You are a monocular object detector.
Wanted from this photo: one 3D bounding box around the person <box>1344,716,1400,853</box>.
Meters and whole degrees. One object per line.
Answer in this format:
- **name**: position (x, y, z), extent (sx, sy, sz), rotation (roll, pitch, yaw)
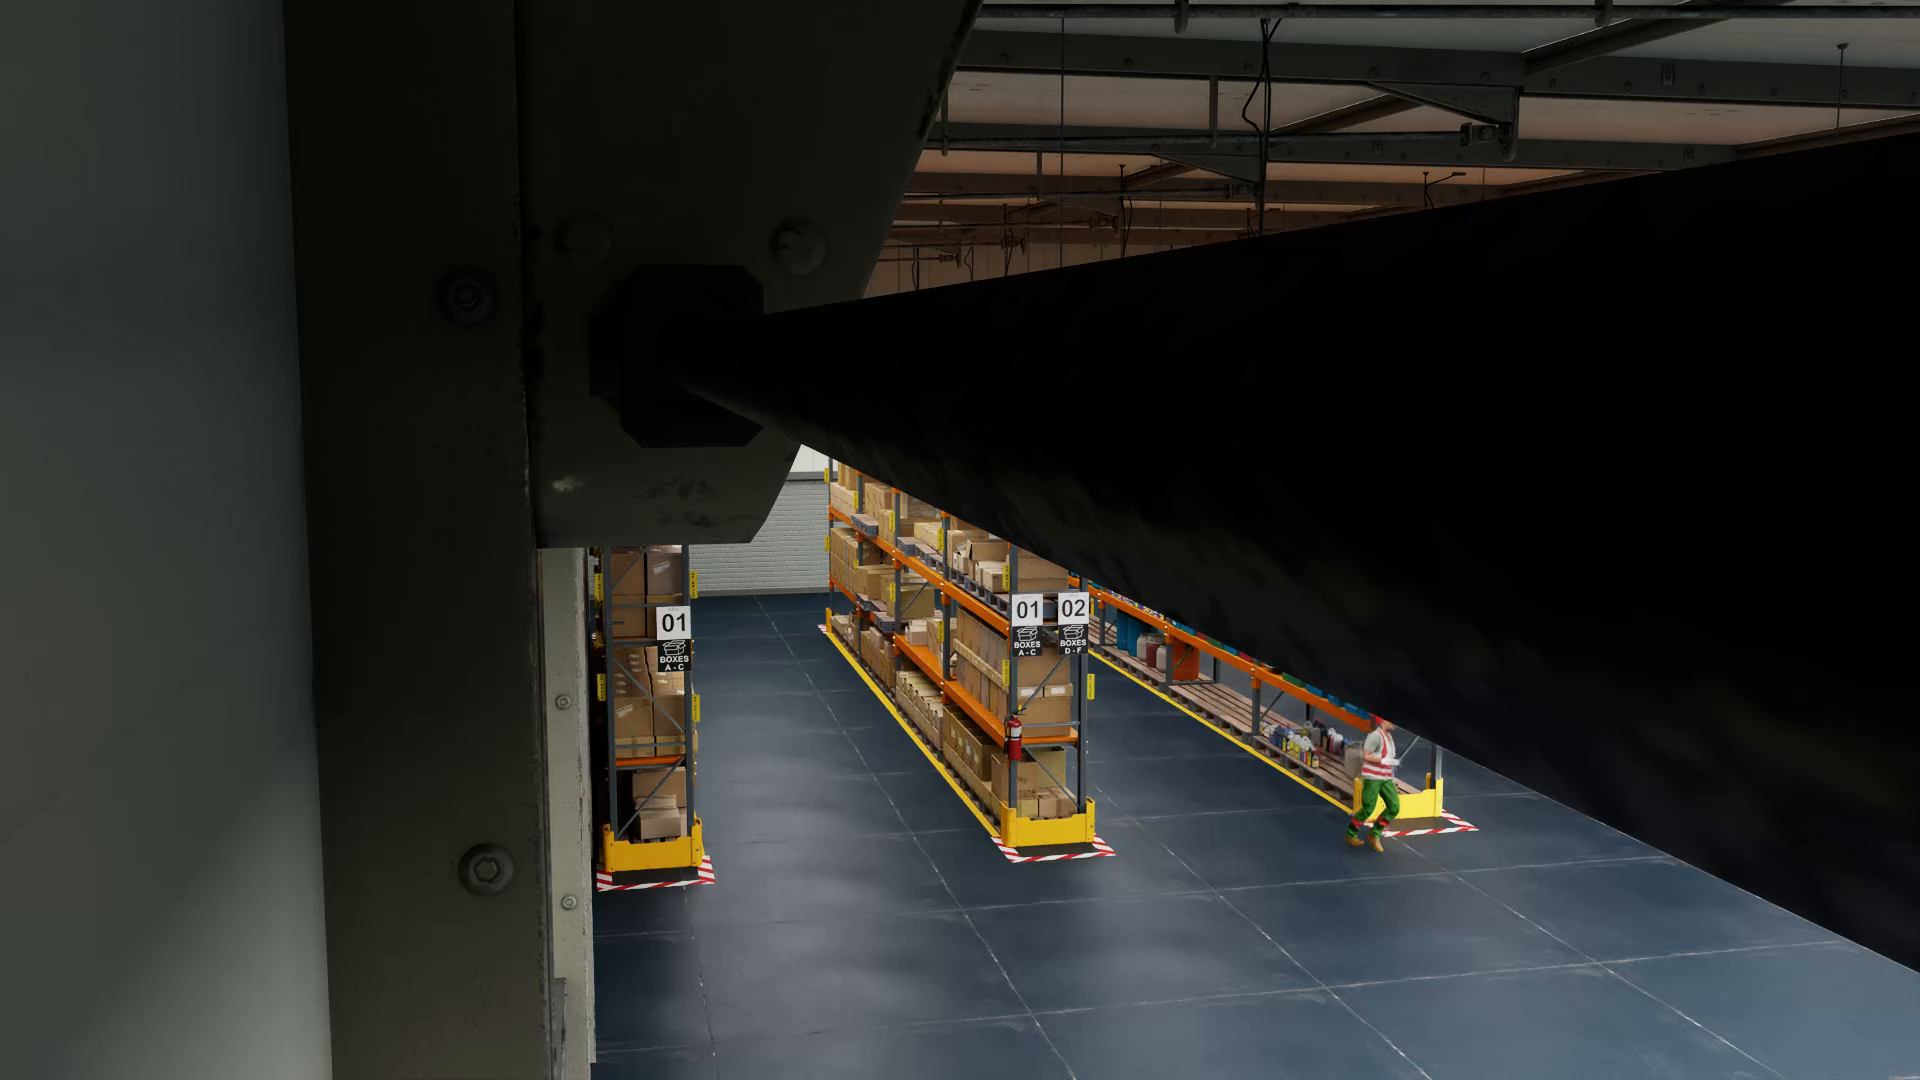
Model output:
- **person**: position (5.272, 3.002, 20.830), extent (0.661, 1.773, 0.678), rotation (-6, 9, -39)
